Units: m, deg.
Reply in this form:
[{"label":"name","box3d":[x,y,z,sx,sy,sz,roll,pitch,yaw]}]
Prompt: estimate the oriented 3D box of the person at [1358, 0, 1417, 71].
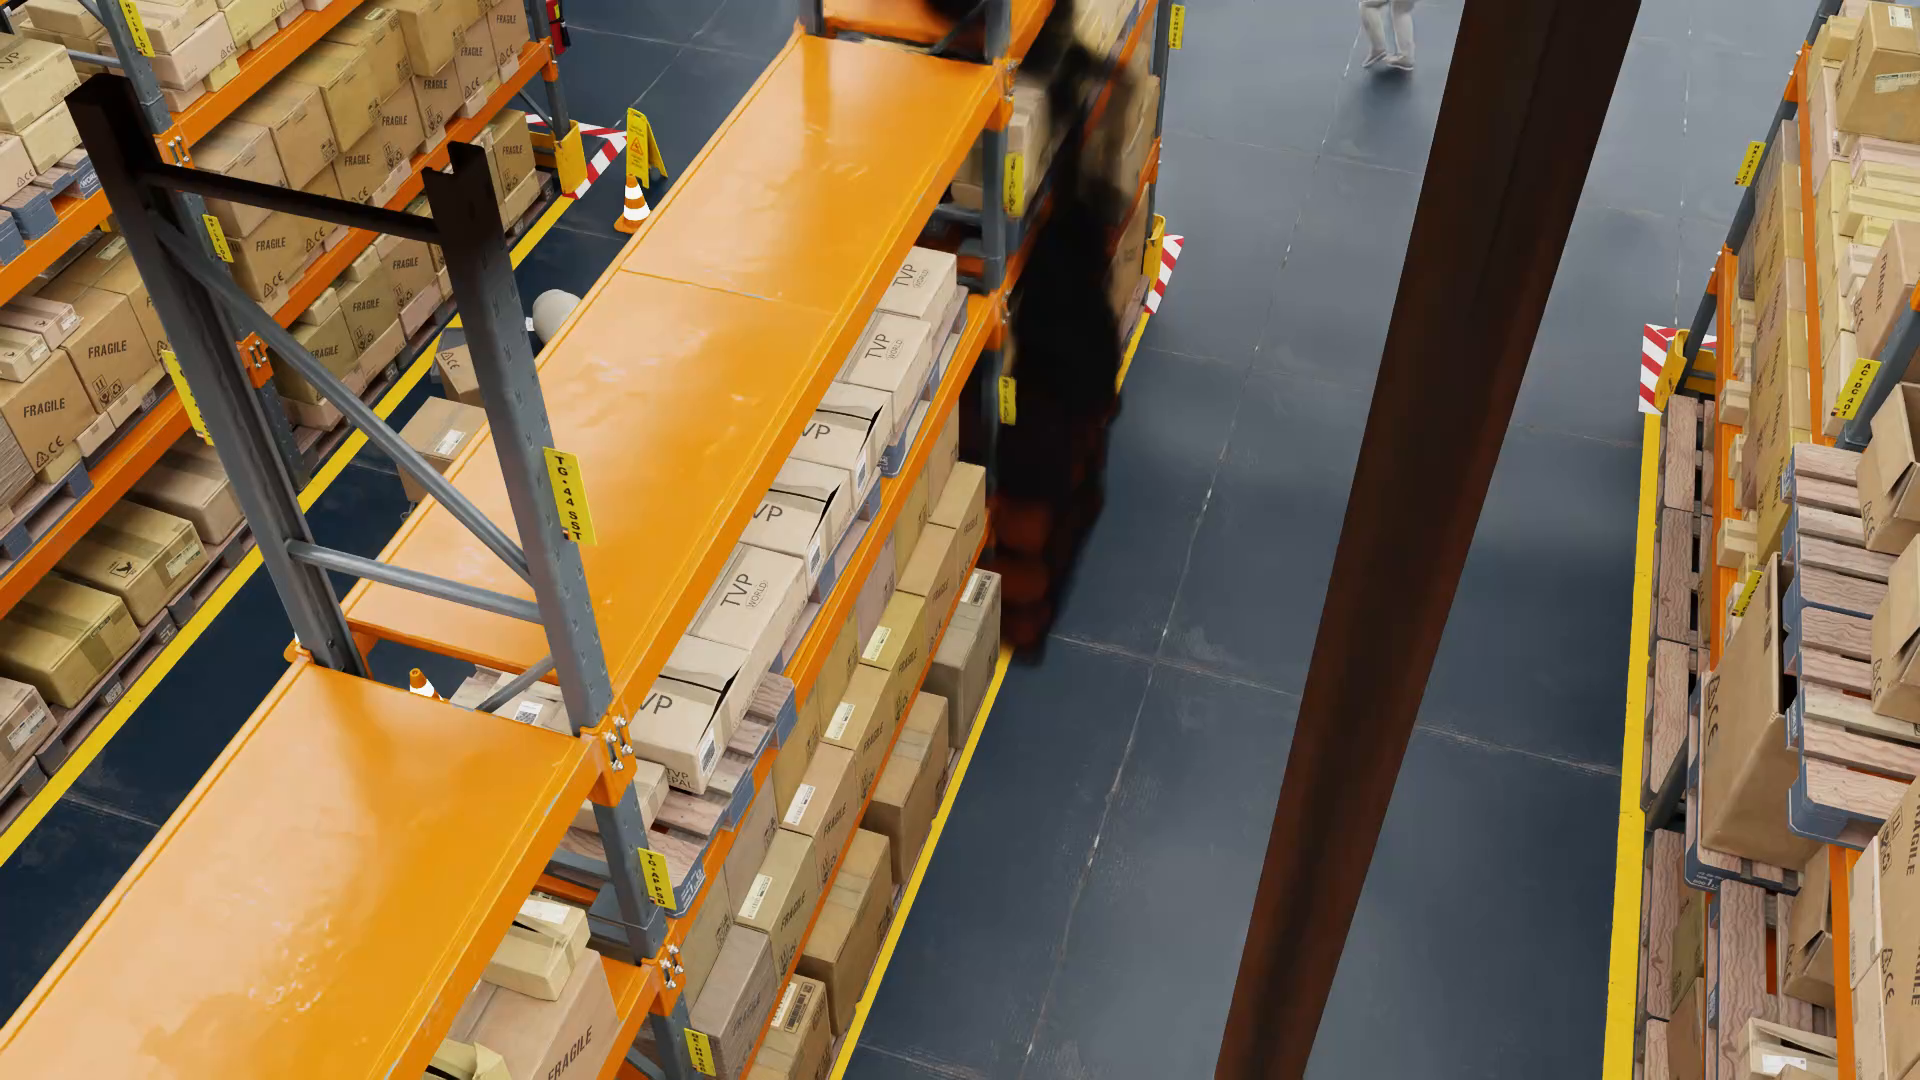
[{"label":"person","box3d":[3.896,-5.031,14.833,0.641,1.827,0.696,-26,51,-23]}]
